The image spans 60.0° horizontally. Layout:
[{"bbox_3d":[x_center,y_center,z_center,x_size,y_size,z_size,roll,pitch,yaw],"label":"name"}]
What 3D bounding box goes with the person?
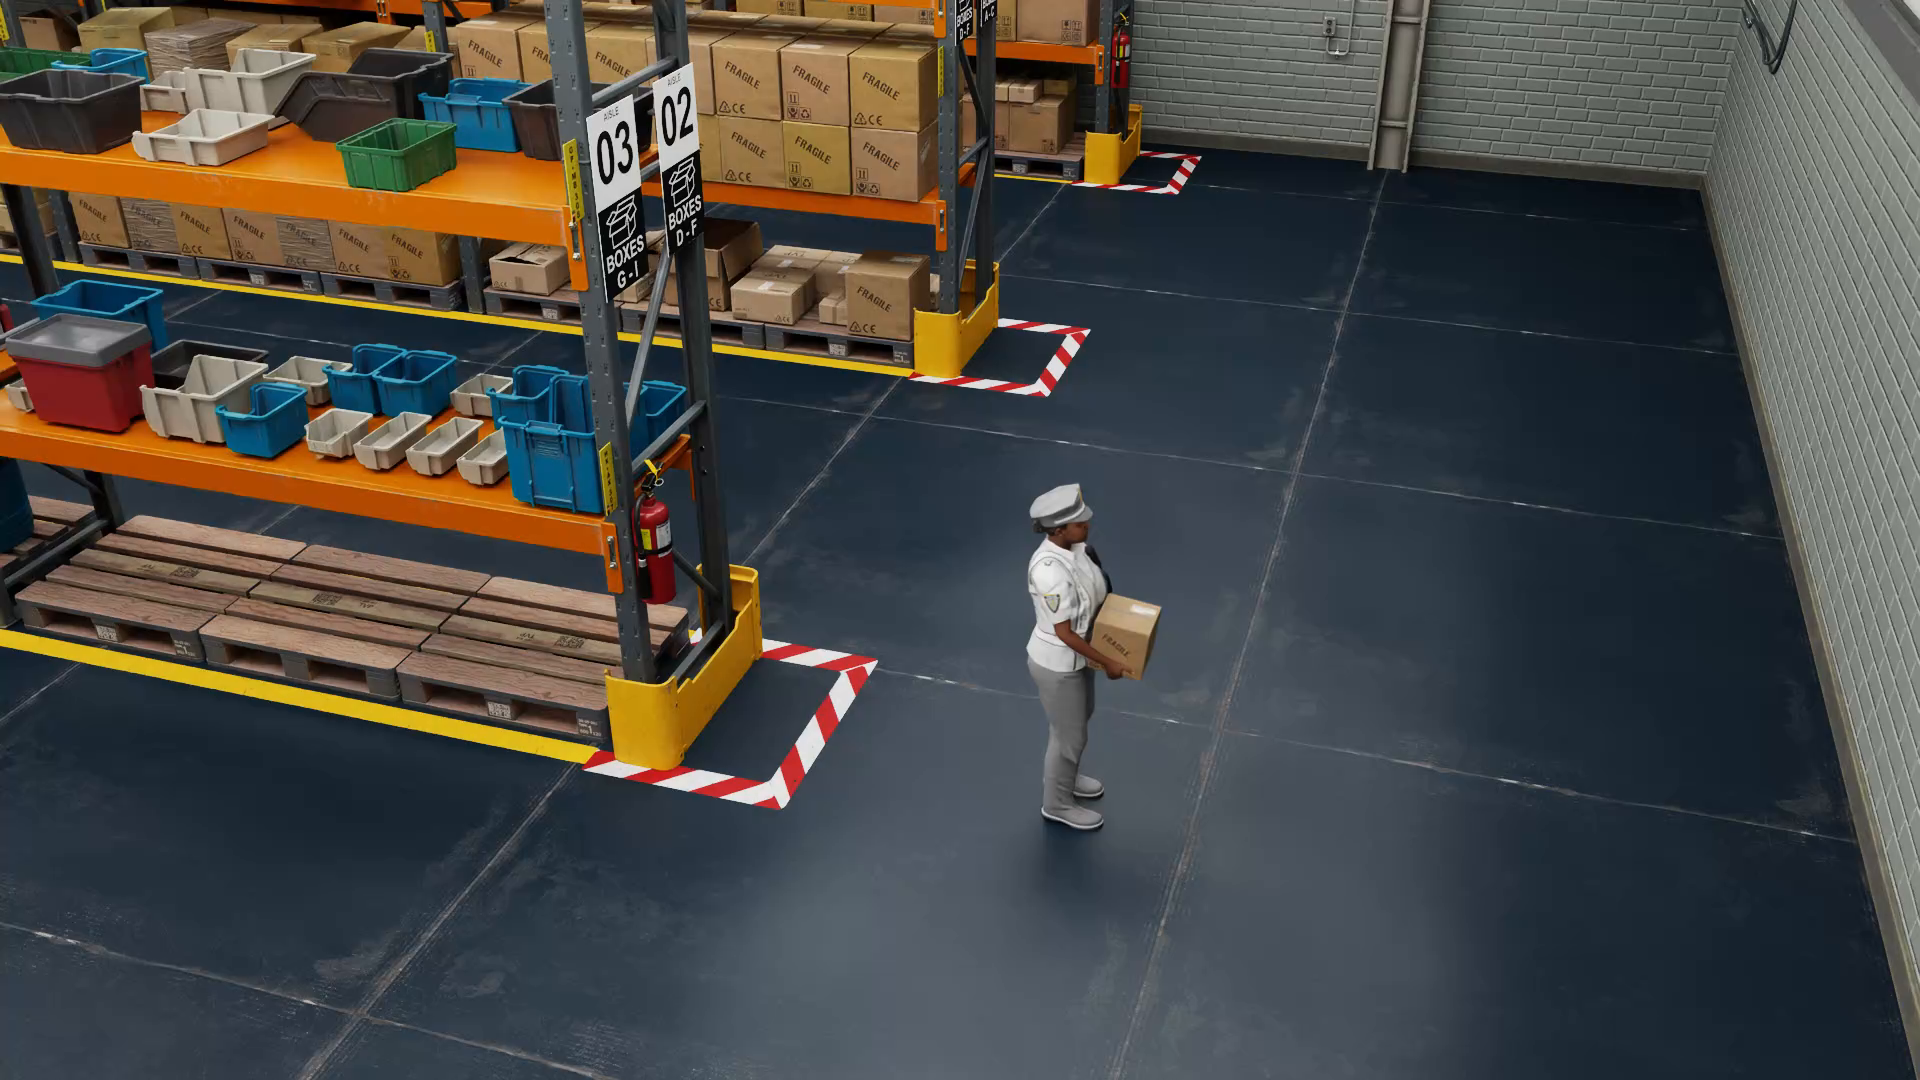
[{"bbox_3d":[0.556,0.538,7.526,0.527,1.684,0.451,9,31,16],"label":"person"}]
